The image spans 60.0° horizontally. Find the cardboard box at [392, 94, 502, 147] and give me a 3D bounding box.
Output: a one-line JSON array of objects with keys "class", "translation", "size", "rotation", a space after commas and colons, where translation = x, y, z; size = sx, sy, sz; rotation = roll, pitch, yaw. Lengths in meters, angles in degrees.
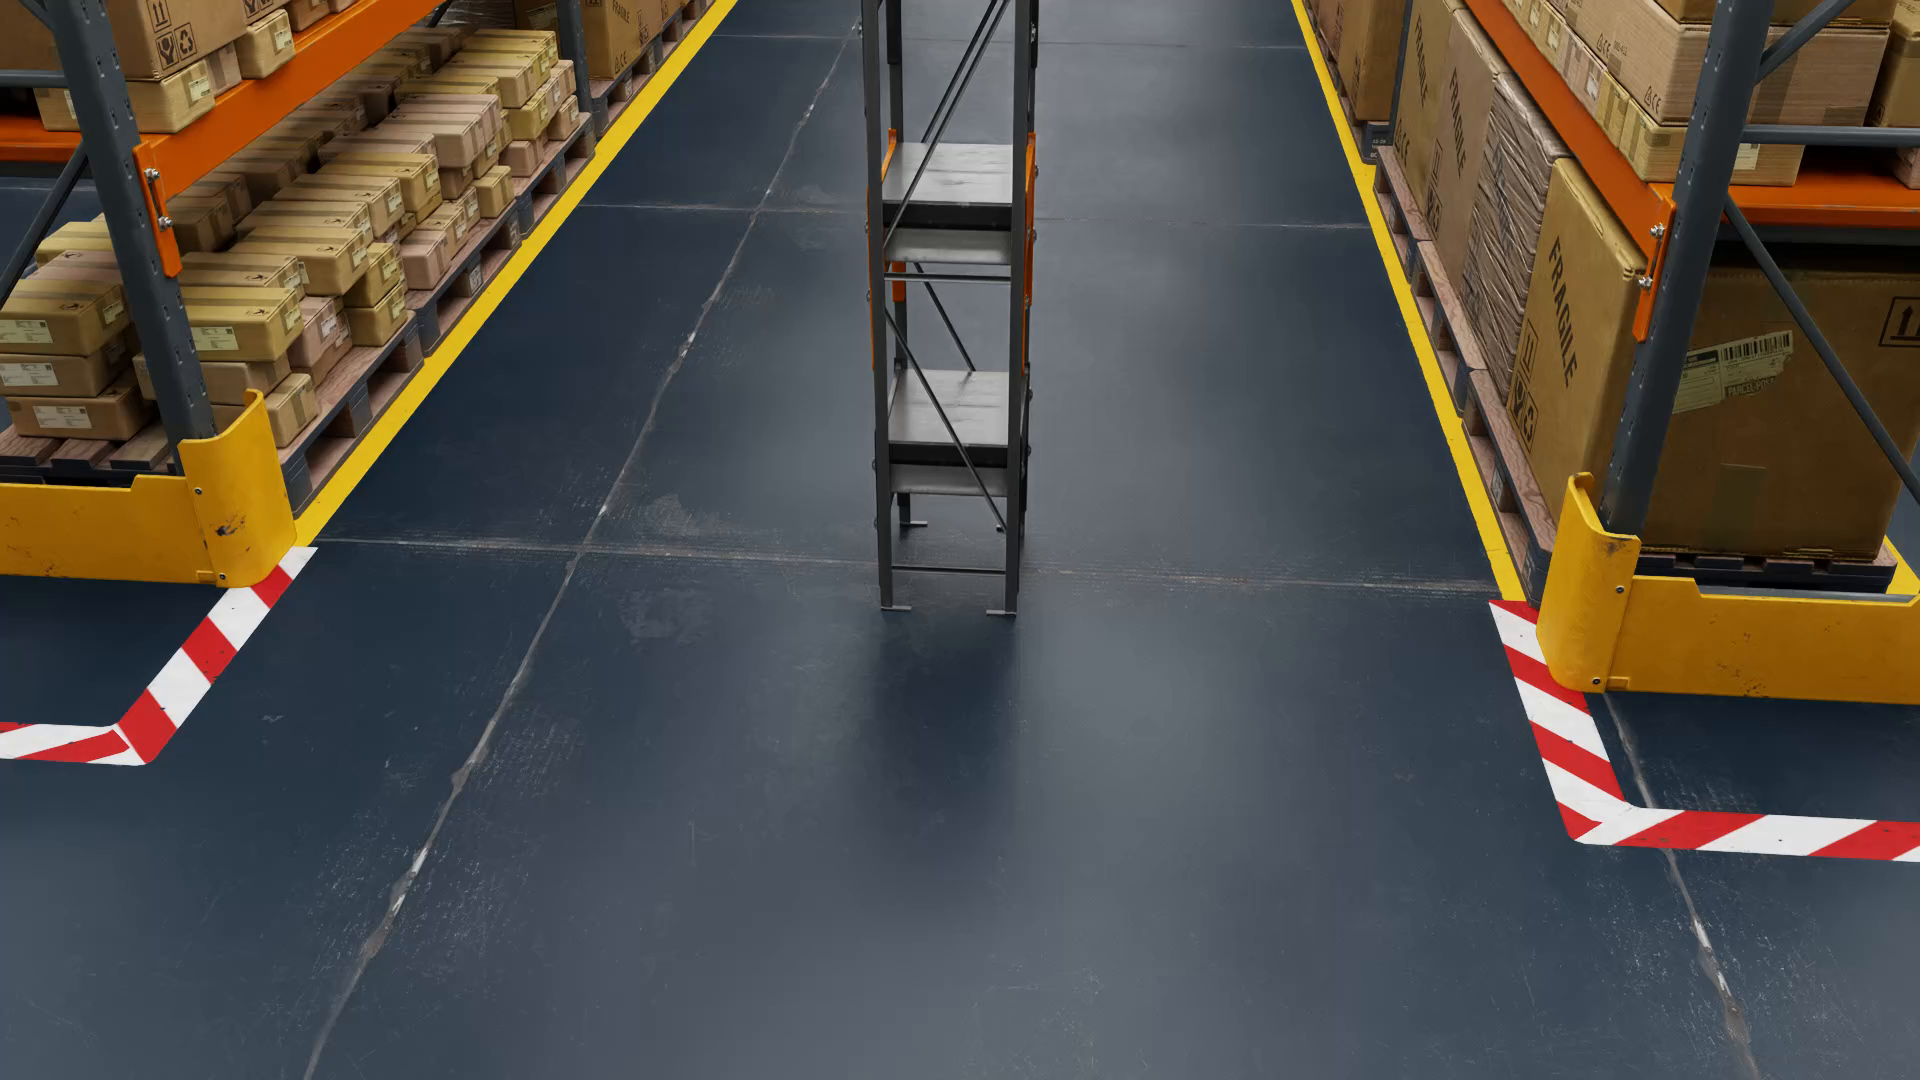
[{"class": "cardboard box", "translation": [-2.160, -1.773, 7.018], "size": [0.380, 0.149, 0.250], "rotation": [1, 32, 2]}]

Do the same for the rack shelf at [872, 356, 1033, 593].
[{"class": "rack shelf", "translation": [-0.013, -0.200, 4.933], "size": [0.431, 0.518, 0.480], "rotation": [2, 32, 4]}]

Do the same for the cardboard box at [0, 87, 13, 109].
[{"class": "cardboard box", "translation": [-2.948, -1.279, 4.706], "size": [0.380, 0.149, 0.250], "rotation": [2, 32, 4]}]

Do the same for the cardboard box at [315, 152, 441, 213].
[{"class": "cardboard box", "translation": [-2.224, -1.371, 6.365], "size": [0.380, 0.149, 0.250], "rotation": [3, 32, 5]}]

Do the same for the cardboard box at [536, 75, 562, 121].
[{"class": "cardboard box", "translation": [-2.086, -2.067, 7.778], "size": [0.380, 0.149, 0.250], "rotation": [1, 32, 2]}]

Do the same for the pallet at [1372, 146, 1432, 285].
[{"class": "pallet", "translation": [2.428, -1.449, 7.400], "size": [1.003, 0.211, 1.213], "rotation": [2, 32, 4]}]

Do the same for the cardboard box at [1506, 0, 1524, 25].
[{"class": "cardboard box", "translation": [2.068, -1.832, 5.603], "size": [0.380, 0.149, 0.250], "rotation": [3, 32, 5]}]

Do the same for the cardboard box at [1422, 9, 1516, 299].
[{"class": "cardboard box", "translation": [2.361, -1.493, 6.438], "size": [0.875, 0.875, 0.875], "rotation": [2, 32, 4]}]

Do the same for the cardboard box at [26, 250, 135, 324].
[{"class": "cardboard box", "translation": [-2.825, -0.839, 5.502], "size": [0.380, 0.149, 0.250], "rotation": [3, 32, 5]}]

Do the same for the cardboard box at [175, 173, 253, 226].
[{"class": "cardboard box", "translation": [-2.880, -1.255, 6.177], "size": [0.380, 0.149, 0.250], "rotation": [4, 32, 6]}]

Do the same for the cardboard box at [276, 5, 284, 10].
[{"class": "cardboard box", "translation": [-2.401, -1.667, 5.335], "size": [0.380, 0.149, 0.250], "rotation": [4, 32, 6]}]

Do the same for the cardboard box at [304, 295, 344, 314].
[{"class": "cardboard box", "translation": [-2.384, -0.831, 5.773], "size": [0.380, 0.149, 0.250], "rotation": [3, 32, 5]}]

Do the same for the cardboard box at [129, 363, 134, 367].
[{"class": "cardboard box", "translation": [-2.938, -0.592, 5.668], "size": [0.380, 0.149, 0.250], "rotation": [3, 32, 5]}]

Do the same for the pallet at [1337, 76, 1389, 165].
[{"class": "pallet", "translation": [2.556, -2.250, 8.700], "size": [1.003, 0.211, 1.213], "rotation": [2, 32, 4]}]

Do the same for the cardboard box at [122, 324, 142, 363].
[{"class": "cardboard box", "translation": [-2.859, -0.718, 5.590], "size": [0.380, 0.149, 0.250], "rotation": [2, 32, 3]}]

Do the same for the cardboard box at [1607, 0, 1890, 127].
[{"class": "cardboard box", "translation": [2.017, -1.267, 4.306], "size": [0.500, 0.250, 0.500], "rotation": [2, 32, 3]}]

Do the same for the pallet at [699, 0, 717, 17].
[{"class": "pallet", "translation": [-2.107, -3.791, 11.201], "size": [1.003, 0.211, 1.213], "rotation": [2, 32, 4]}]

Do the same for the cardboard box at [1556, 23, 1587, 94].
[{"class": "cardboard box", "translation": [2.006, -1.431, 4.952], "size": [0.380, 0.149, 0.250], "rotation": [3, 32, 5]}]

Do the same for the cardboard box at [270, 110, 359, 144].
[{"class": "cardboard box", "translation": [-2.695, -1.654, 6.824], "size": [0.380, 0.149, 0.250], "rotation": [1, 32, 2]}]

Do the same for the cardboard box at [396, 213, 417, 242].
[{"class": "cardboard box", "translation": [-2.347, -1.247, 6.448], "size": [0.380, 0.149, 0.250], "rotation": [4, 32, 7]}]

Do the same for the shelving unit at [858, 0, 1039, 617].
[{"class": "shelving unit", "translation": [-0.013, -0.807, 4.559], "size": [0.431, 2.100, 0.503], "rotation": [2, 32, 4]}]

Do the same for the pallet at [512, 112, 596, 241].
[{"class": "pallet", "translation": [-2.387, -1.756, 7.897], "size": [1.003, 0.211, 1.213], "rotation": [2, 32, 4]}]

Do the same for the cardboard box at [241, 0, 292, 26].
[{"class": "cardboard box", "translation": [-2.363, -1.877, 5.058], "size": [0.500, 0.500, 0.500], "rotation": [3, 32, 4]}]

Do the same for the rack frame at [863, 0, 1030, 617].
[{"class": "rack frame", "translation": [-0.033, -0.680, 4.352], "size": [0.400, 2.100, 0.015], "rotation": [2, 32, 4]}]

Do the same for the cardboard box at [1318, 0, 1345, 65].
[{"class": "cardboard box", "translation": [2.672, -3.108, 9.059], "size": [1.225, 0.875, 0.875], "rotation": [1, 32, 2]}]

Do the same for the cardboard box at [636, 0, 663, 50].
[{"class": "cardboard box", "translation": [-2.001, -3.062, 9.341], "size": [0.500, 0.500, 0.500], "rotation": [4, 32, 6]}]

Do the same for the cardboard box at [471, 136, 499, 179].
[{"class": "cardboard box", "translation": [-2.209, -1.665, 7.126], "size": [0.380, 0.149, 0.250], "rotation": [3, 32, 5]}]

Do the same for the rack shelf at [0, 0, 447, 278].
[{"class": "rack shelf", "translation": [-2.530, -1.943, 6.230], "size": [1.077, 0.370, 4.000], "rotation": [2, 32, 4]}]

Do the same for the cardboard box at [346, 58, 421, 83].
[{"class": "cardboard box", "translation": [-2.655, -2.067, 7.494], "size": [0.380, 0.149, 0.250], "rotation": [2, 32, 3]}]

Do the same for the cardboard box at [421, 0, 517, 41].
[{"class": "cardboard box", "translation": [-2.558, -2.808, 8.929], "size": [0.500, 0.500, 0.500], "rotation": [2, 32, 3]}]

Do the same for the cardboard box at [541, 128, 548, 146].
[{"class": "cardboard box", "translation": [-2.164, -1.909, 7.805], "size": [0.380, 0.149, 0.250], "rotation": [3, 32, 5]}]

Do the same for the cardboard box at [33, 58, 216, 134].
[{"class": "cardboard box", "translation": [-2.340, -1.252, 4.662], "size": [0.380, 0.149, 0.250], "rotation": [2, 32, 4]}]

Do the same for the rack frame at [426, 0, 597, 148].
[{"class": "rack frame", "translation": [-2.367, -3.295, 7.738], "size": [1.000, 3.000, 0.127], "rotation": [2, 32, 4]}]

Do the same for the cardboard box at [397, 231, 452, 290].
[{"class": "cardboard box", "translation": [-2.215, -1.093, 6.481], "size": [0.380, 0.149, 0.250], "rotation": [1, 32, 2]}]

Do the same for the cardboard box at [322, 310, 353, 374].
[{"class": "cardboard box", "translation": [-2.378, -0.700, 5.843], "size": [0.380, 0.149, 0.250], "rotation": [3, 32, 5]}]

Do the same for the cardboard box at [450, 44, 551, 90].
[{"class": "cardboard box", "translation": [-2.118, -2.181, 7.680], "size": [0.380, 0.149, 0.250], "rotation": [3, 32, 5]}]

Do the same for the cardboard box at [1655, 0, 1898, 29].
[{"class": "cardboard box", "translation": [2.020, -1.587, 4.111], "size": [0.500, 0.500, 0.500], "rotation": [3, 32, 5]}]

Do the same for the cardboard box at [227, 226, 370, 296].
[{"class": "cardboard box", "translation": [-2.261, -0.957, 5.694], "size": [0.380, 0.149, 0.250], "rotation": [2, 32, 4]}]

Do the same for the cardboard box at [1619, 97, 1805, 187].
[{"class": "cardboard box", "translation": [1.943, -1.032, 4.306], "size": [0.380, 0.149, 0.250], "rotation": [3, 32, 5]}]

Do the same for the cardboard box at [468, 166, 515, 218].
[{"class": "cardboard box", "translation": [-2.144, -1.500, 7.141], "size": [0.380, 0.149, 0.250], "rotation": [2, 32, 4]}]
